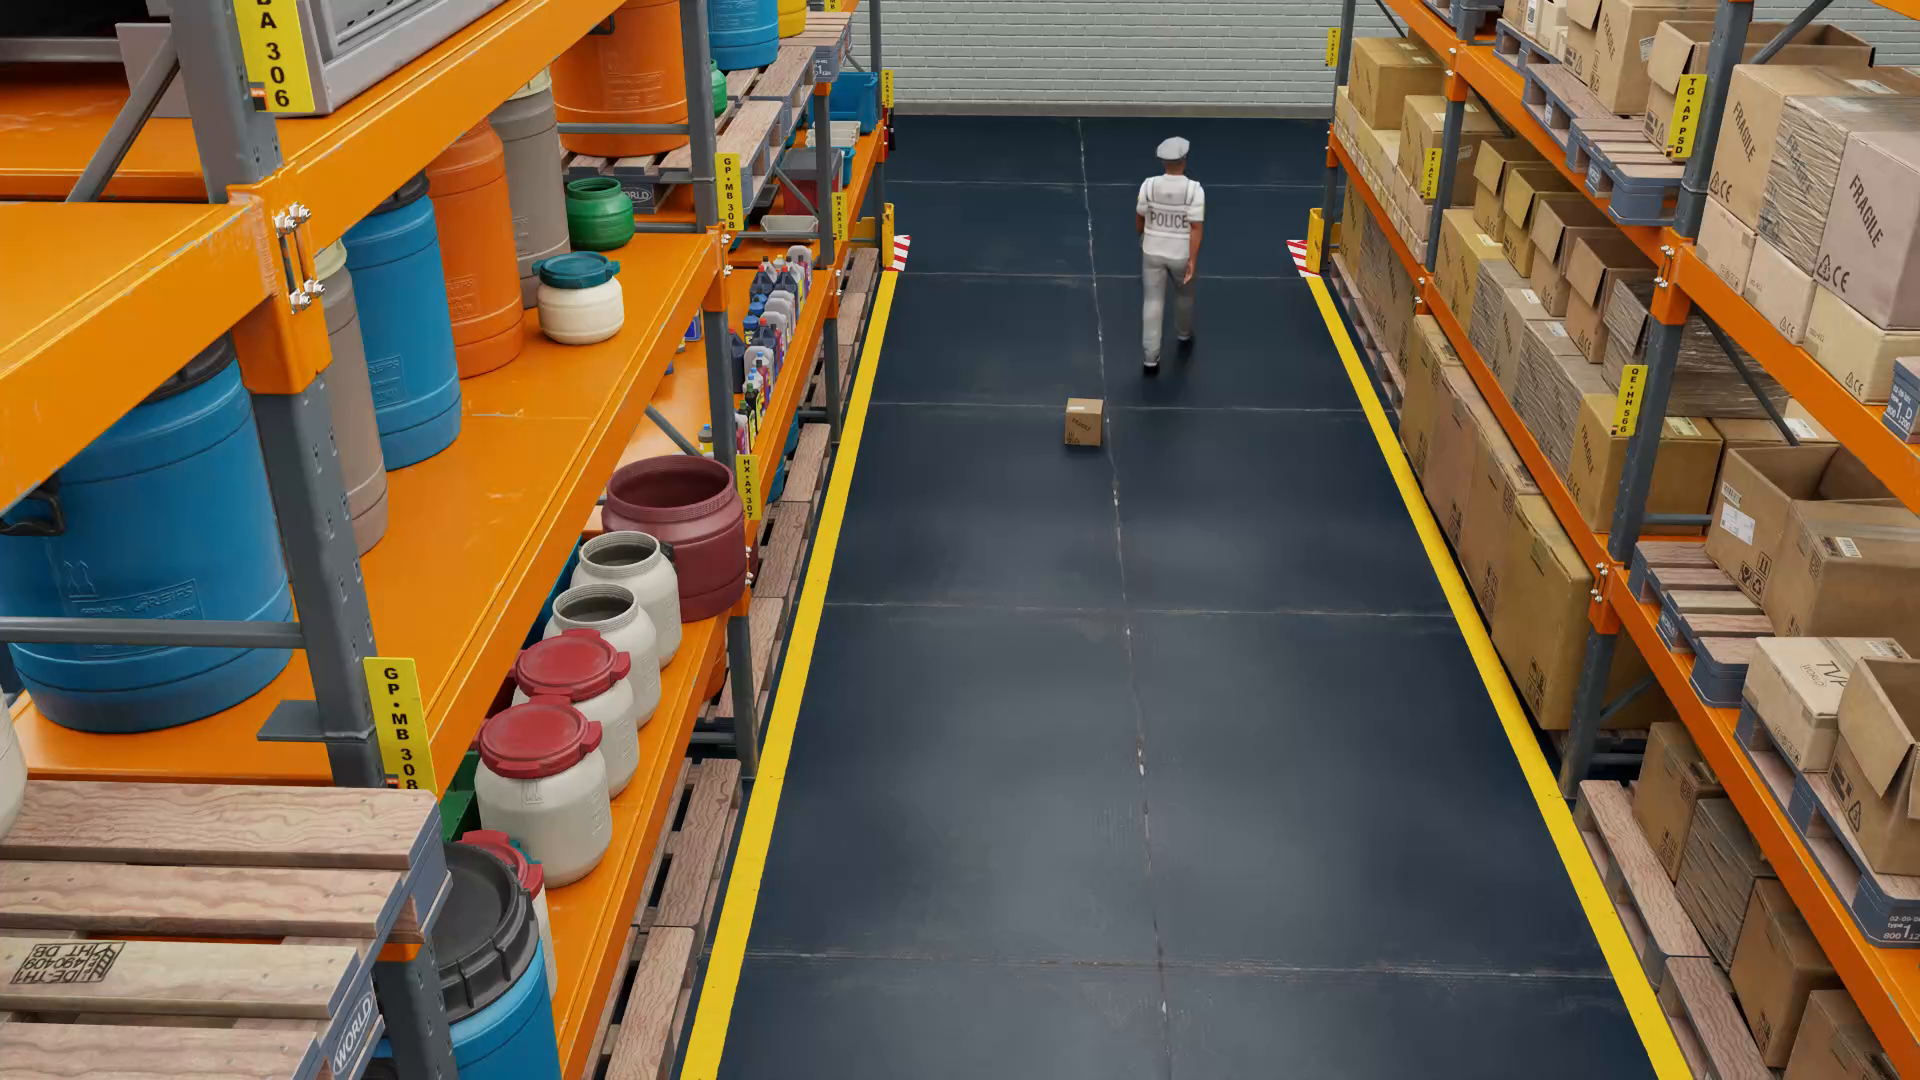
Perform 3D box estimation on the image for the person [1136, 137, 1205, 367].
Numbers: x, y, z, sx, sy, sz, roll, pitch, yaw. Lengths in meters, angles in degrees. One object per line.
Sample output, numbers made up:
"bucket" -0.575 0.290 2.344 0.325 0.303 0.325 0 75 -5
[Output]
"person" 1.626 -2.292 12.906 0.539 1.714 1.034 6 28 12
